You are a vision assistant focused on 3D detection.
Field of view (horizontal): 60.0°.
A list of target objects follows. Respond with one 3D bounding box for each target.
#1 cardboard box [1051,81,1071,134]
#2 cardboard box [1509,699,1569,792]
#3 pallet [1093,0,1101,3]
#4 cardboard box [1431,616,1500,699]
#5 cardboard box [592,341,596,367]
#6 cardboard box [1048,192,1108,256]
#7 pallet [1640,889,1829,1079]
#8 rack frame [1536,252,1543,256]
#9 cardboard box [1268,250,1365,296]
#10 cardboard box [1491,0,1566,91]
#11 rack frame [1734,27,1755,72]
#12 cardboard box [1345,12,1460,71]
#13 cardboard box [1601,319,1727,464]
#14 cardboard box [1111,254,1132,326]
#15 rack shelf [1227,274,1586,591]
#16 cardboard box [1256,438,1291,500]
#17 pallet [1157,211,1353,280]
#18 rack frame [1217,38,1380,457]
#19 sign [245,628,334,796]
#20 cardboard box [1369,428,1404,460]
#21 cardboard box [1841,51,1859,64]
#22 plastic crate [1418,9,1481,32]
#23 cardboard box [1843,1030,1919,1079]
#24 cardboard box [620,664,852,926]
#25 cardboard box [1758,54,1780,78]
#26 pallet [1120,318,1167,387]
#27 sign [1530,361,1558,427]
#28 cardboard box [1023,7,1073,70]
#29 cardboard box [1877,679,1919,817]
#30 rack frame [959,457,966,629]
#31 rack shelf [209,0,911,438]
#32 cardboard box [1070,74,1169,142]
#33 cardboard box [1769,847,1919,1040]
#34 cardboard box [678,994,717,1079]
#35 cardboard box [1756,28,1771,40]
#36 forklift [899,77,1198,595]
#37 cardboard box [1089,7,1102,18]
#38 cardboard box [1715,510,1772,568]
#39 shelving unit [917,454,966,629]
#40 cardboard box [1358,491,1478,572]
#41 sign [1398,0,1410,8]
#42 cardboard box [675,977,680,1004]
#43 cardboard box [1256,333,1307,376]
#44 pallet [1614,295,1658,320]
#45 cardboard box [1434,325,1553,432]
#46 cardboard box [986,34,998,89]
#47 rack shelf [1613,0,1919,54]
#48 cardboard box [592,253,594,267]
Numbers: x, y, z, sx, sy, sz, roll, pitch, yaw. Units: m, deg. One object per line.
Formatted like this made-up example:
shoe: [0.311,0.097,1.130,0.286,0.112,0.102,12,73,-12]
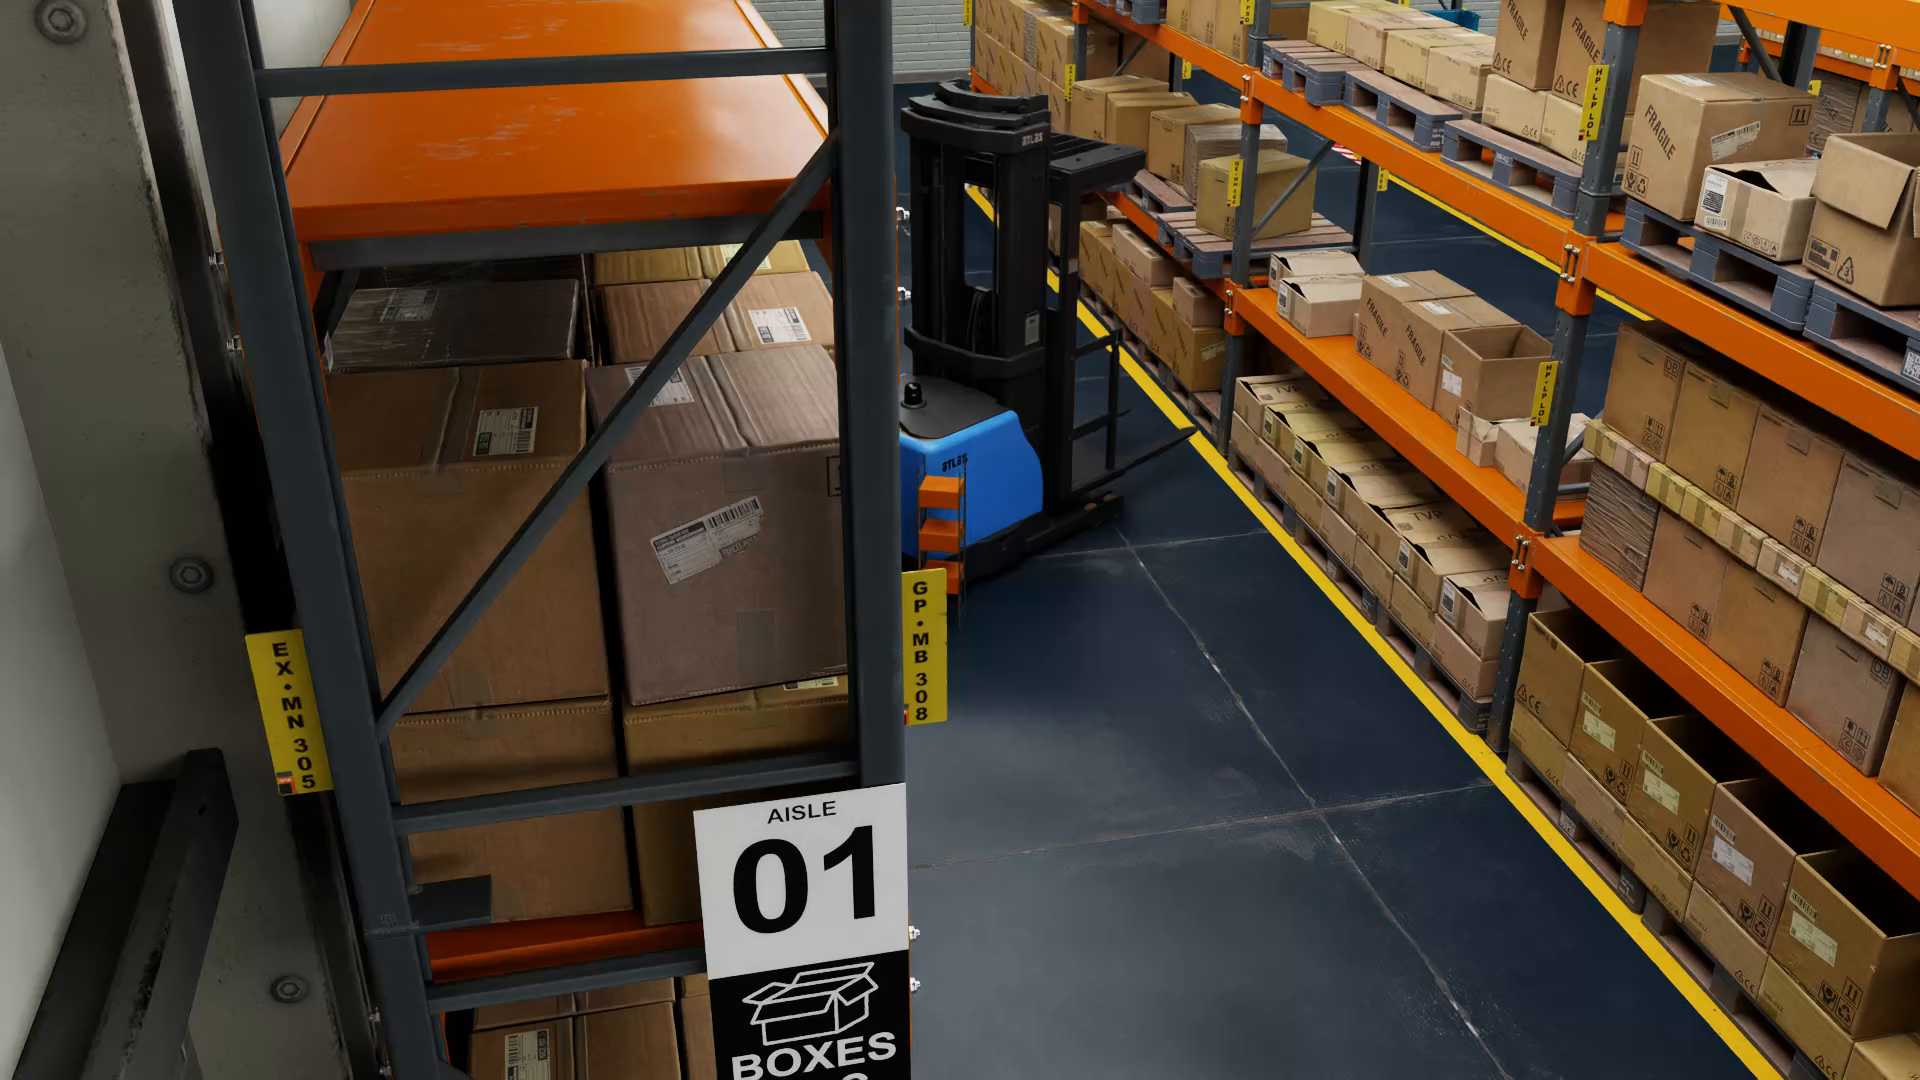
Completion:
cardboard box: [1.156,-4.025,15.631,0.500,0.500,0.500,-6,27,-11]
cardboard box: [3.131,1.000,8.373,0.500,0.250,0.500,-6,27,-12]
pallet: [1.597,-4.749,14.055,1.213,0.211,1.003,-6,27,-12]
cardboard box: [2.946,0.613,9.139,0.500,0.250,0.500,-6,27,-12]
cardboard box: [-1.298,-0.247,4.796,0.500,0.500,0.500,-4,27,-8]
cardboard box: [1.114,-3.089,16.173,0.500,0.500,0.500,-6,27,-12]
pallet: [3.739,1.860,7.177,1.003,0.211,1.213,-6,27,-12]
rack frame: [6.346,-4.288,16.263,1.000,3.000,0.127,-6,27,-12]
cardboard box: [2.460,-1.827,11.486,0.500,0.311,0.500,-4,27,-8]
cardboard box: [3.070,-2.592,8.441,0.500,0.500,0.500,-3,27,-7]
rack frame: [10.270,-6.547,20.739,1.000,3.000,0.127,-6,27,-12]
cardboard box: [2.713,-3.069,10.219,0.500,0.250,0.500,-5,27,-10]
cardboard box: [3.428,-0.704,7.612,0.700,0.500,0.500,-6,27,-11]
cardboard box: [1.627,-2.177,14.367,0.500,0.500,0.500,-6,27,-11]
rack shelf: [2.871,-0.832,10.214,1.077,0.370,4.000,-6,27,-12]
cardboard box: [2.366,-0.510,11.364,0.500,0.250,0.500,-7,28,-13]
pallet: [2.199,-2.236,12.410,1.213,0.211,1.003,-6,27,-12]
rack frame: [2.420,-2.031,11.791,1.000,3.000,0.127,-6,27,-12]
sign: [-1.147,0.299,2.863,0.100,0.325,0.005,-6,27,-12]
cardboard box: [3.013,-0.587,10.893,0.500,0.311,0.500,-6,27,-12]
cardboard box: [10.376,-5.571,19.083,0.380,0.149,0.250,-7,28,-13]
plastic crate: [5.702,-5.959,19.467,0.616,0.435,0.499,-6,27,-12]
cardboard box: [3.690,2.098,6.197,0.500,0.250,0.500,-6,27,-12]
cardboard box: [-0.434,0.421,3.471,0.500,0.500,0.500,-5,27,-10]
cardboard box: [10.492,-5.513,20.583,0.875,0.875,0.875,-6,27,-12]
pallet: [2.017,-1.652,14.135,1.003,0.211,1.213,-6,27,-12]
sign: [2.795,-0.697,7.951,0.100,0.325,0.005,-6,27,-12]
cardboard box: [0.921,-4.919,16.293,0.500,0.500,0.500,-6,27,-11]
cardboard box: [3.901,0.782,6.108,0.700,0.500,0.500,-6,27,-11]
rack frame: [0.014,0.025,9.881,0.008,1.050,0.200,5,27,9]
rack shelf: [-1.053,-1.248,4.384,1.077,0.370,4.000,-6,27,-12]
cardboard box: [1.408,-3.788,14.696,0.700,0.500,0.500,-16,31,-29]
cardboard box: [3.573,1.544,6.462,0.500,0.500,0.500,-6,27,-12]
cardboard box: [-0.417,1.469,4.169,0.500,0.500,0.500,-6,27,-12]
cardboard box: [10.028,-6.246,20.420,0.380,0.149,0.250,-6,27,-11]
forklift: [0.474,-1.533,10.881,1.130,2.935,3.031,23,35,38]
cardboard box: [1.455,-4.965,16.385,0.500,0.500,0.500,-7,28,-13]
cardboard box: [3.425,-0.023,6.982,0.380,0.149,0.250,-7,28,-13]
shelving unit: [-0.106,0.015,9.901,0.252,1.050,0.215,5,27,9]
cardboard box: [2.718,-0.081,9.891,0.500,0.311,0.500,-6,27,-12]
sign: [2.963,-3.689,11.085,0.100,0.325,0.005,-6,27,-12]
cardboard box: [-0.643,1.347,5.244,0.500,0.250,0.500,-6,27,-12]
cardboard box: [2.596,-1.340,12.709,0.500,0.500,0.500,-5,27,-9]
pallet: [6.757,-2.164,15.149,1.003,0.211,1.213,-6,27,-12]
cardboard box: [3.046,-0.890,9.419,0.500,0.500,0.500,-4,27,-8]
cardboard box: [0.582,-5.140,17.840,0.500,0.500,0.500,-6,27,-12]
rack shelf: [3.773,-1.575,5.473,1.077,0.370,4.000,-6,27,-12]
cardboard box: [-0.865,-0.949,5.076,0.500,0.500,0.500,-7,28,-13]
